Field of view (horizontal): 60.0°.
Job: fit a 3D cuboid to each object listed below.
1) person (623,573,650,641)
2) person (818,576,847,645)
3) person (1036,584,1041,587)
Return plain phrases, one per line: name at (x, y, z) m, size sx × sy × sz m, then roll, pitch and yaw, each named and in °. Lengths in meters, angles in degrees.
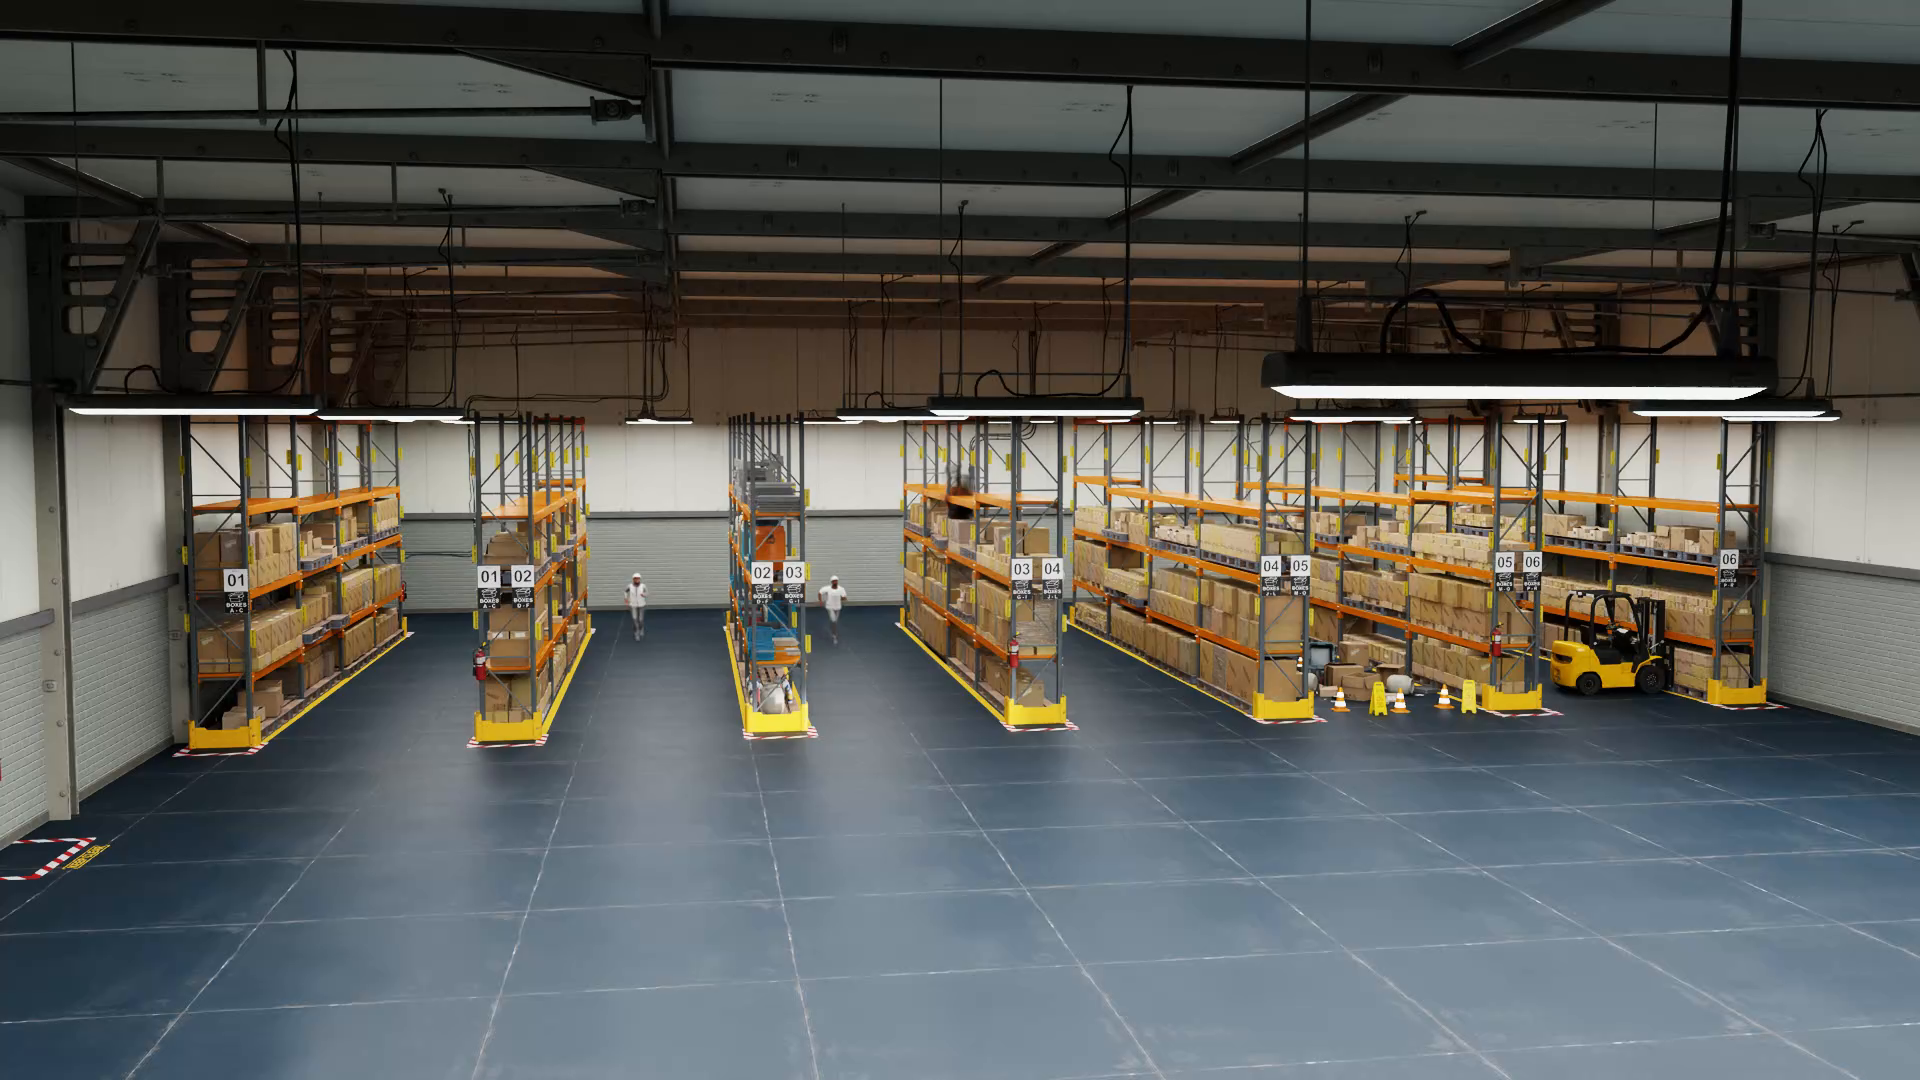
person at (-8.714, 1.795, 44.826) m, size 0.673 × 1.817 × 0.897 m, roll -1°, pitch 4°, yaw -16°
person at (-3.369, 1.844, 44.110) m, size 0.709 × 1.814 × 0.868 m, roll -2°, pitch 4°, yaw -24°
person at (2.119, 1.598, 47.670) m, size 0.728 × 1.733 × 0.912 m, roll 1°, pitch 4°, yaw 12°
